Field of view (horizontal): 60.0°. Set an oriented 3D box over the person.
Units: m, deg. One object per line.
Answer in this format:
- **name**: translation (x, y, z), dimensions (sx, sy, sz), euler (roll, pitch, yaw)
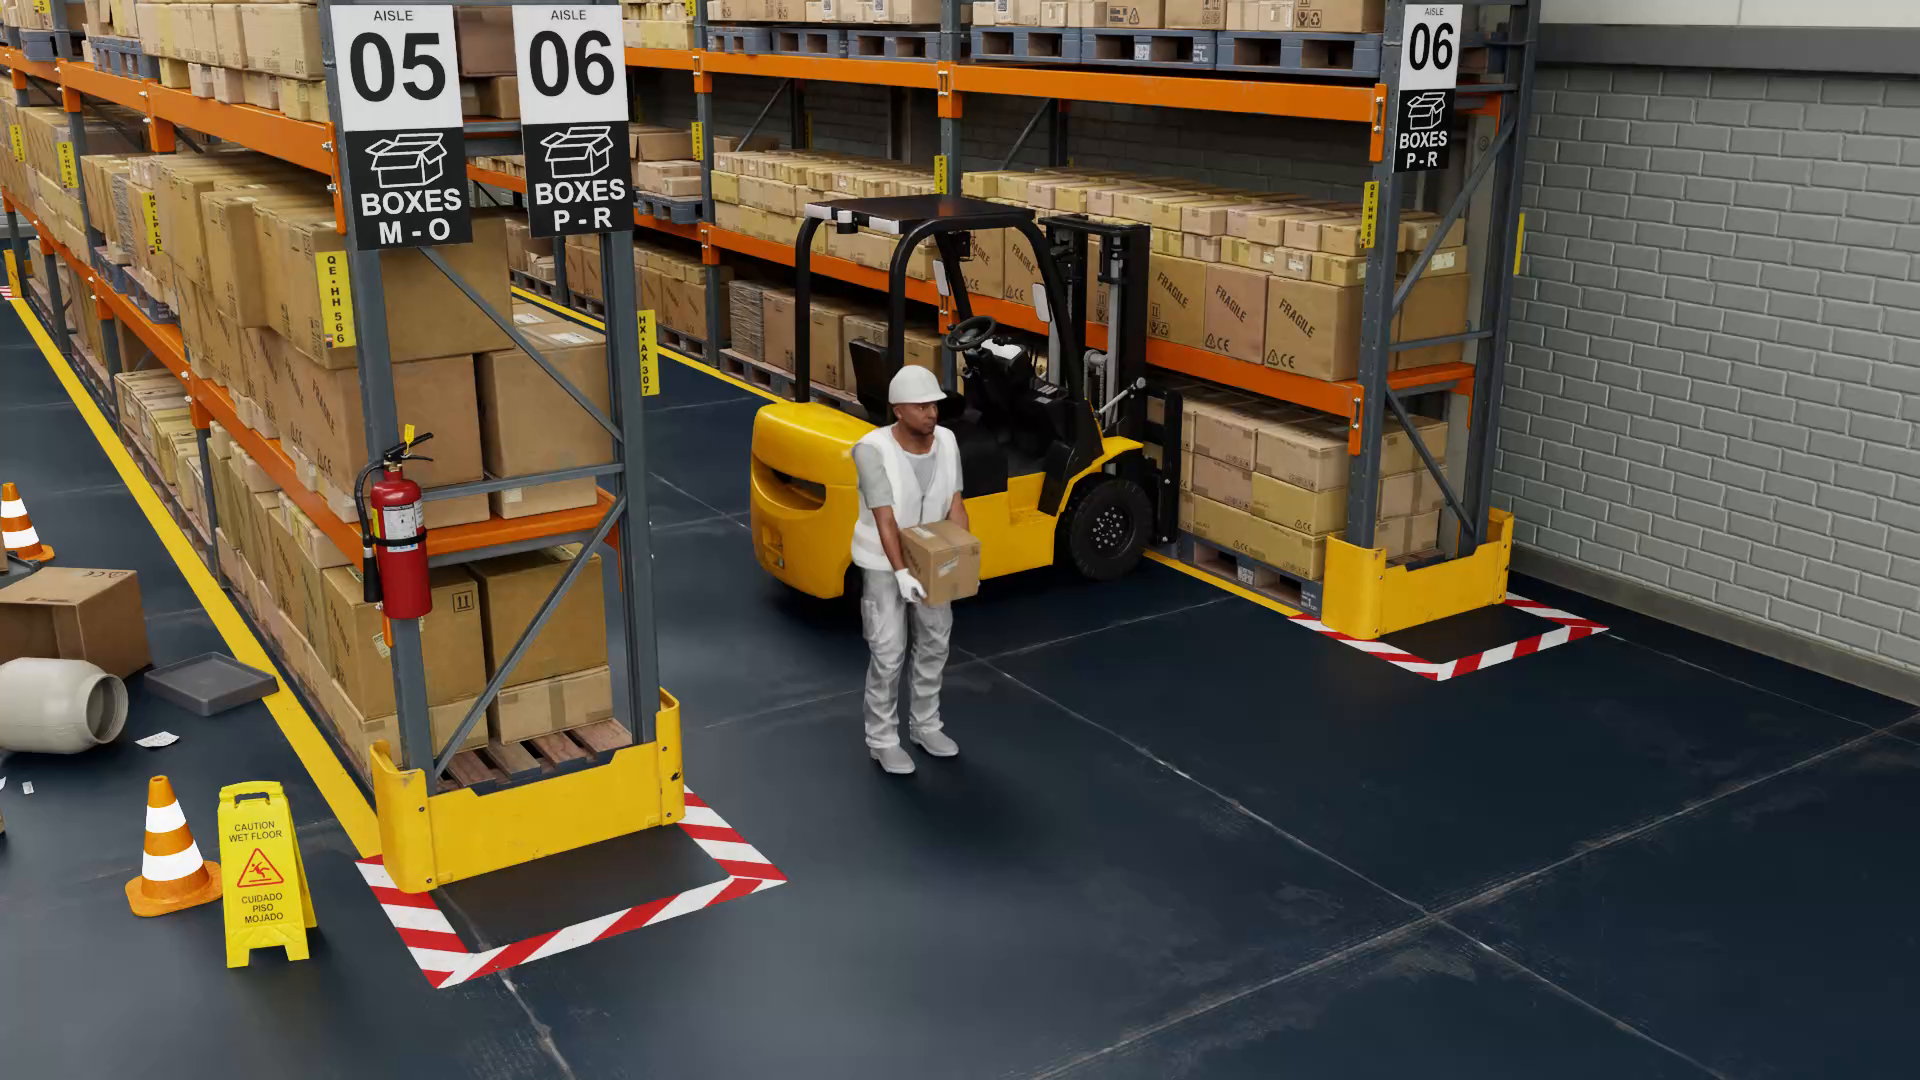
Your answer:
- **person**: translation (-0.183, 0.127, 7.141), dimensions (0.492, 1.773, 0.587), euler (-12, 21, -32)
